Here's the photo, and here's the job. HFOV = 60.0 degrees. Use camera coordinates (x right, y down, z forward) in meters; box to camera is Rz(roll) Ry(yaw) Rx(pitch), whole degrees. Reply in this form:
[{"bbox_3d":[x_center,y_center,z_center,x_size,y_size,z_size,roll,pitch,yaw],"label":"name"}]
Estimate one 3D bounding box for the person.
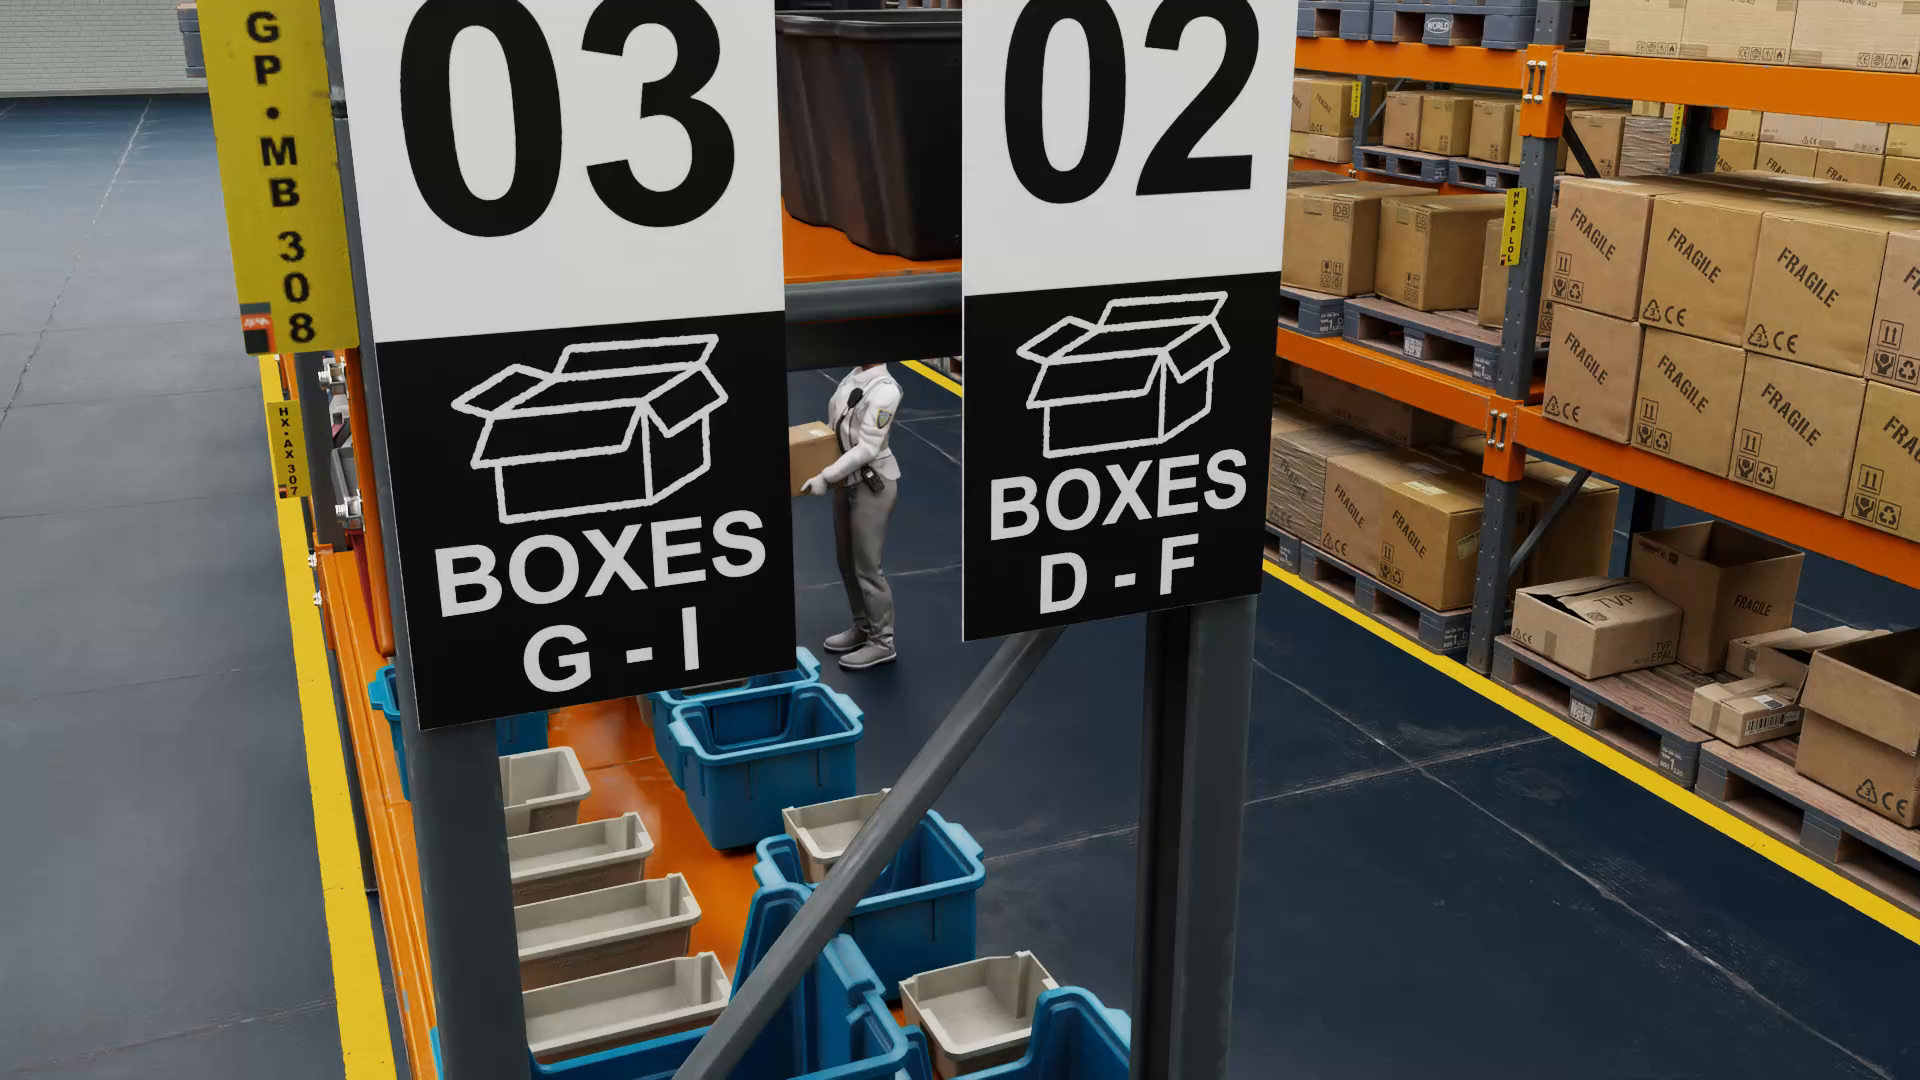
[{"bbox_3d":[-0.511,-0.240,7.722,0.557,1.686,0.460,-8,20,-22],"label":"person"}]
